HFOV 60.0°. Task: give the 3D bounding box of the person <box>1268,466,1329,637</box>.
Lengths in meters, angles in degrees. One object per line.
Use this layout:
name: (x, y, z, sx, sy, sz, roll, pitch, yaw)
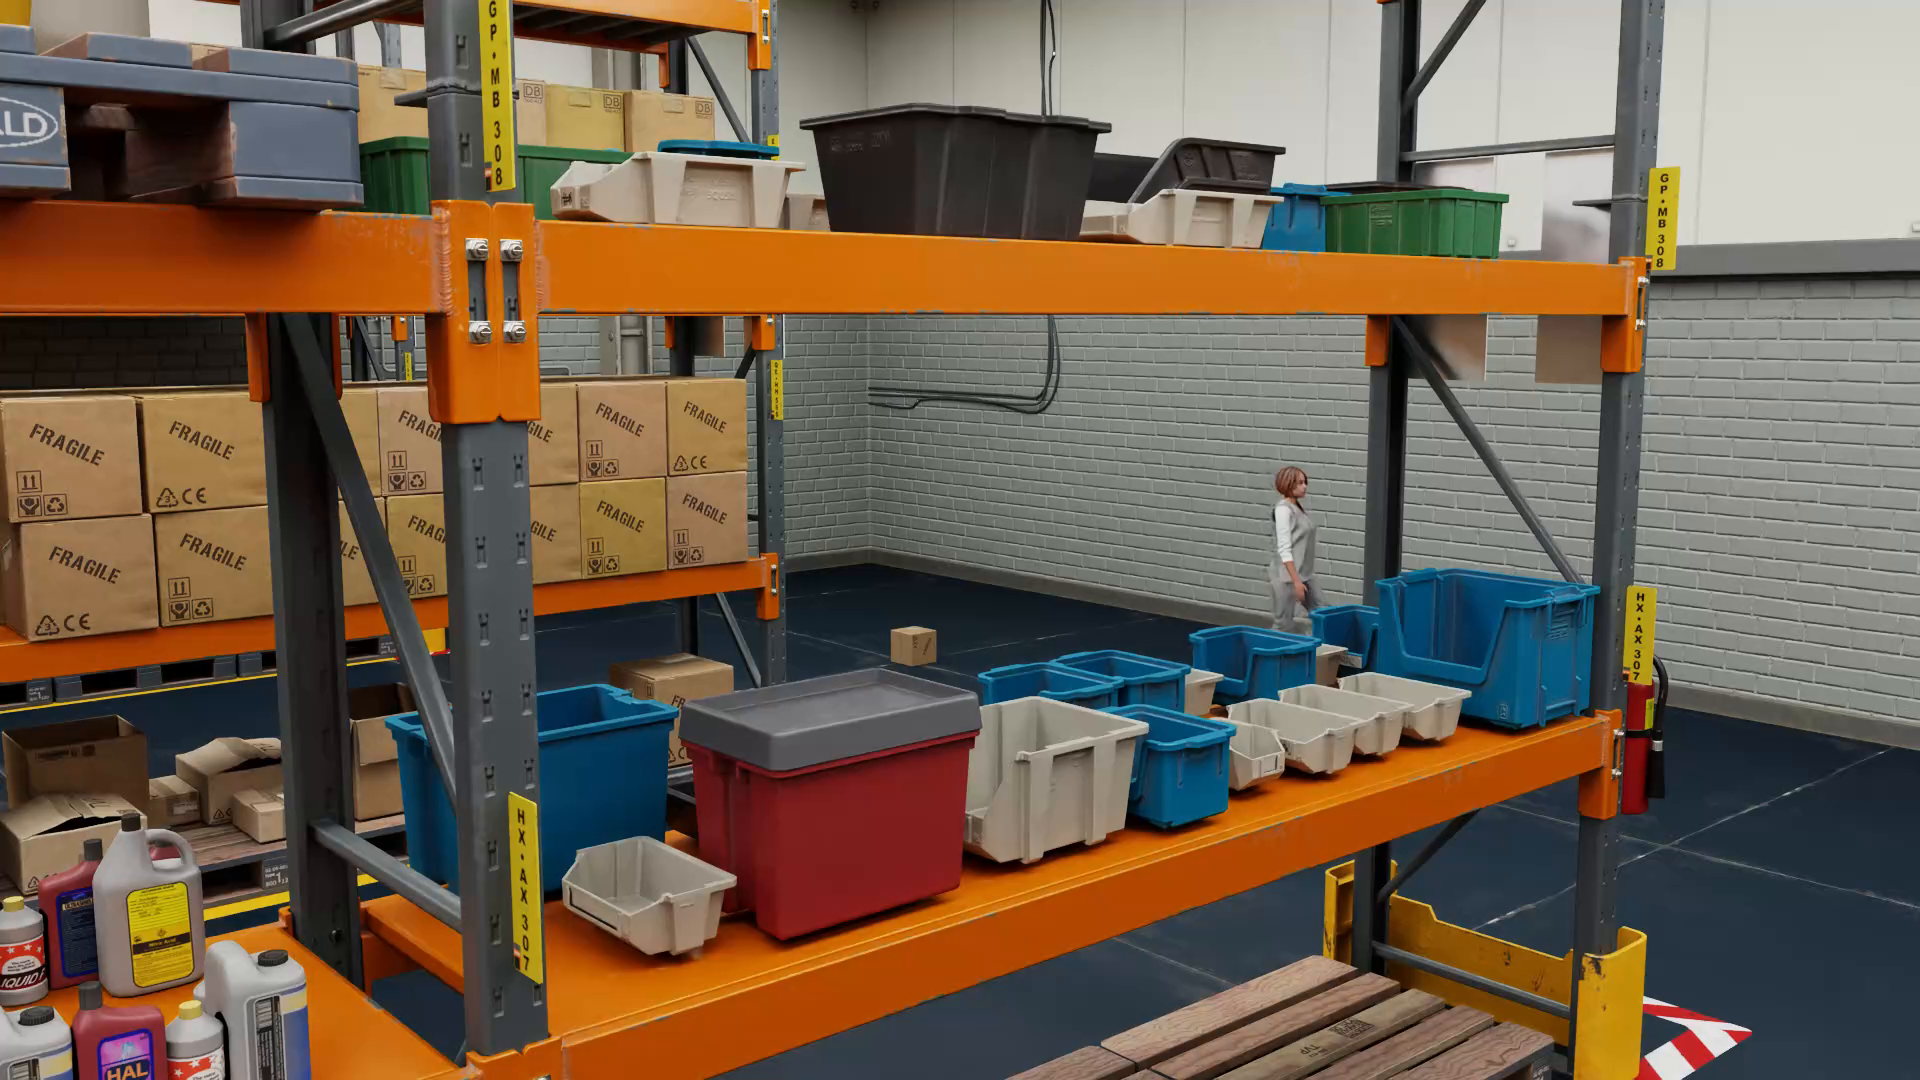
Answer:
person: (2.320, 0.301, 11.538, 0.490, 1.631, 0.458, 5, 9, 33)
